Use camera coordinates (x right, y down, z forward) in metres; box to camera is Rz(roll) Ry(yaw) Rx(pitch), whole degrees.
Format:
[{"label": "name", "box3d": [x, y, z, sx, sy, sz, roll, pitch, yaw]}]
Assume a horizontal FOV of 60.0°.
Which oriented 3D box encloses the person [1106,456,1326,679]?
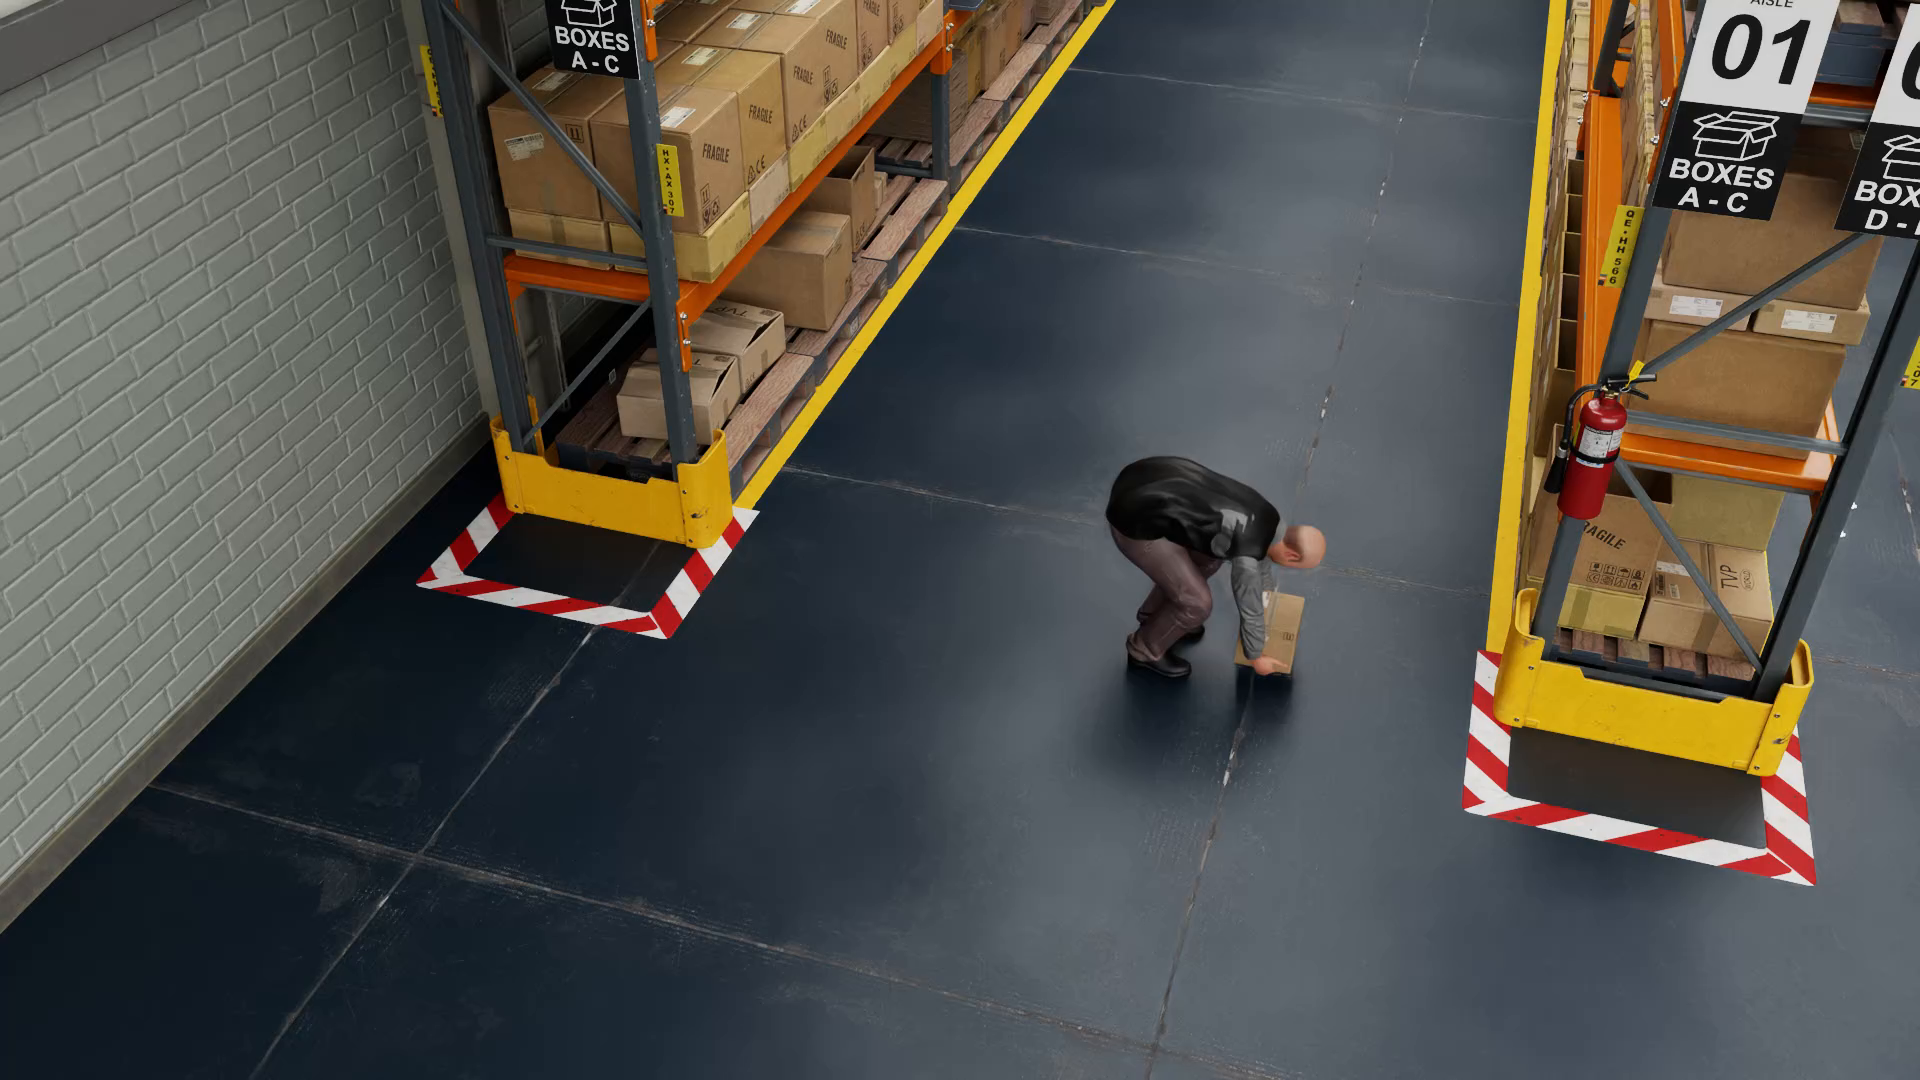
[{"label": "person", "box3d": [1.110, 0.128, 7.342, 0.948, 1.001, 0.503, 9, 38, 12]}]
